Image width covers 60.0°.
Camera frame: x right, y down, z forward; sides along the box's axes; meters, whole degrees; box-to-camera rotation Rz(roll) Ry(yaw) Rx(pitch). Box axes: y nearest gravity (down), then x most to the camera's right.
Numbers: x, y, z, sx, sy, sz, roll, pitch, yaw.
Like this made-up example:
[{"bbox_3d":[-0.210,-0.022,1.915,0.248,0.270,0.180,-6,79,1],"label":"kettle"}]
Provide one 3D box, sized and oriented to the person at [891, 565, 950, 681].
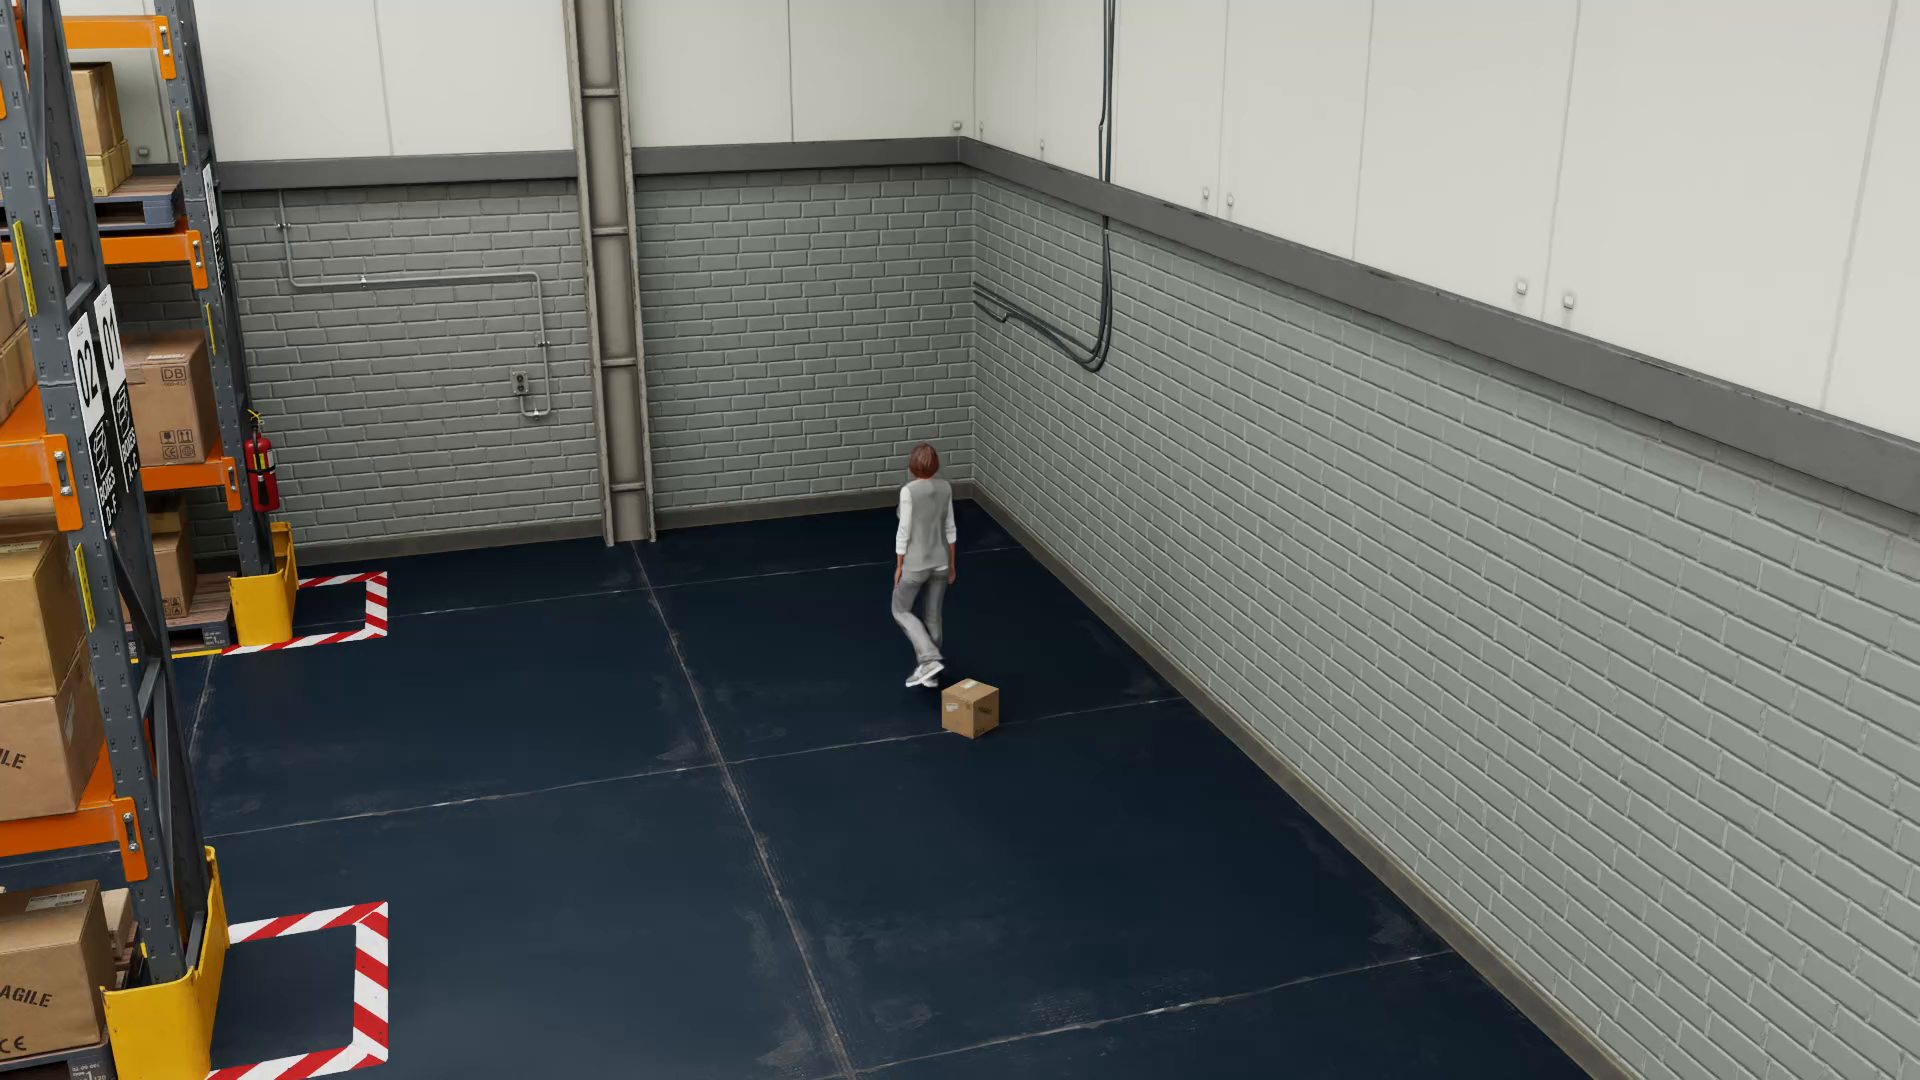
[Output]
[{"bbox_3d":[-0.207,0.465,10.600,0.356,0.883,0.419,-11,22,-28],"label":"person"}]
